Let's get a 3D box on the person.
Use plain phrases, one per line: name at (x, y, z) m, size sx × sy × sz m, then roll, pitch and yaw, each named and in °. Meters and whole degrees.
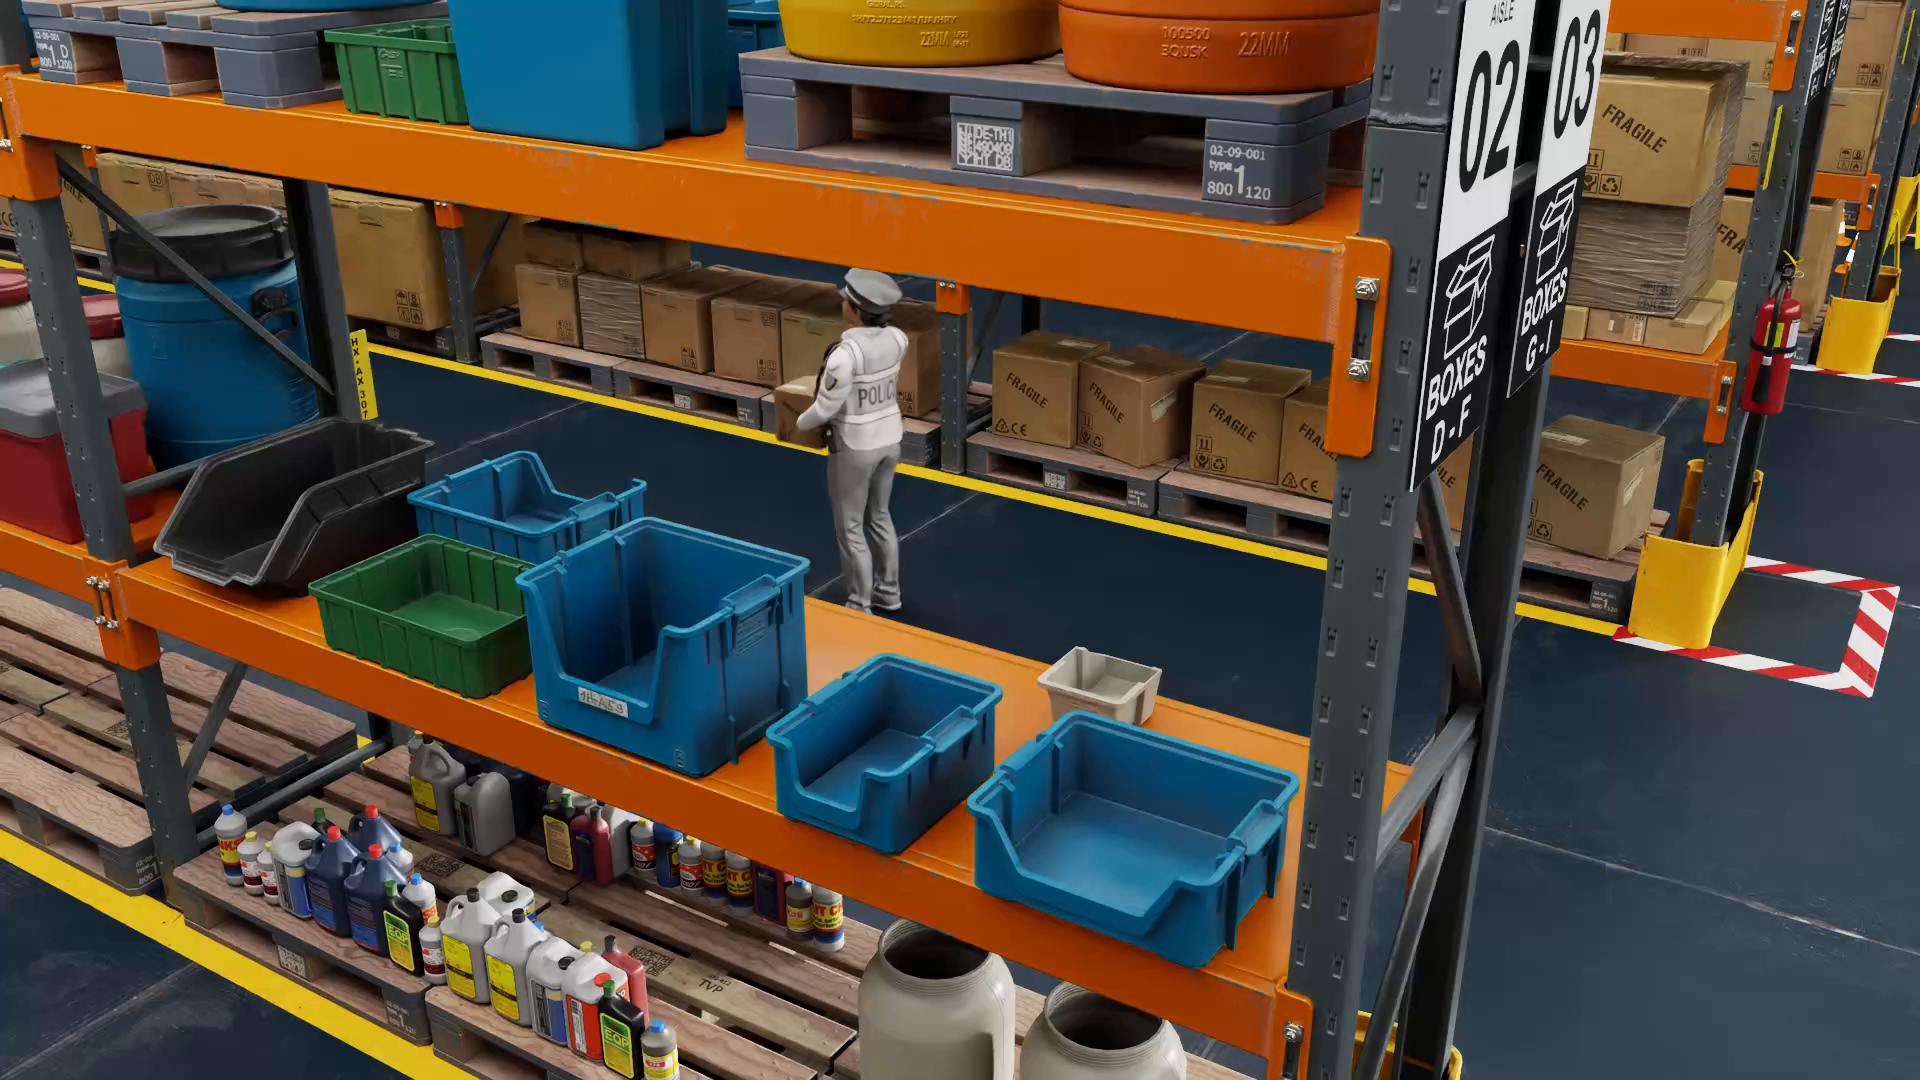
person at (-0.491, -0.428, 7.546) m, size 0.552 × 1.697 × 0.468 m, roll 18°, pitch 29°, yaw 36°
